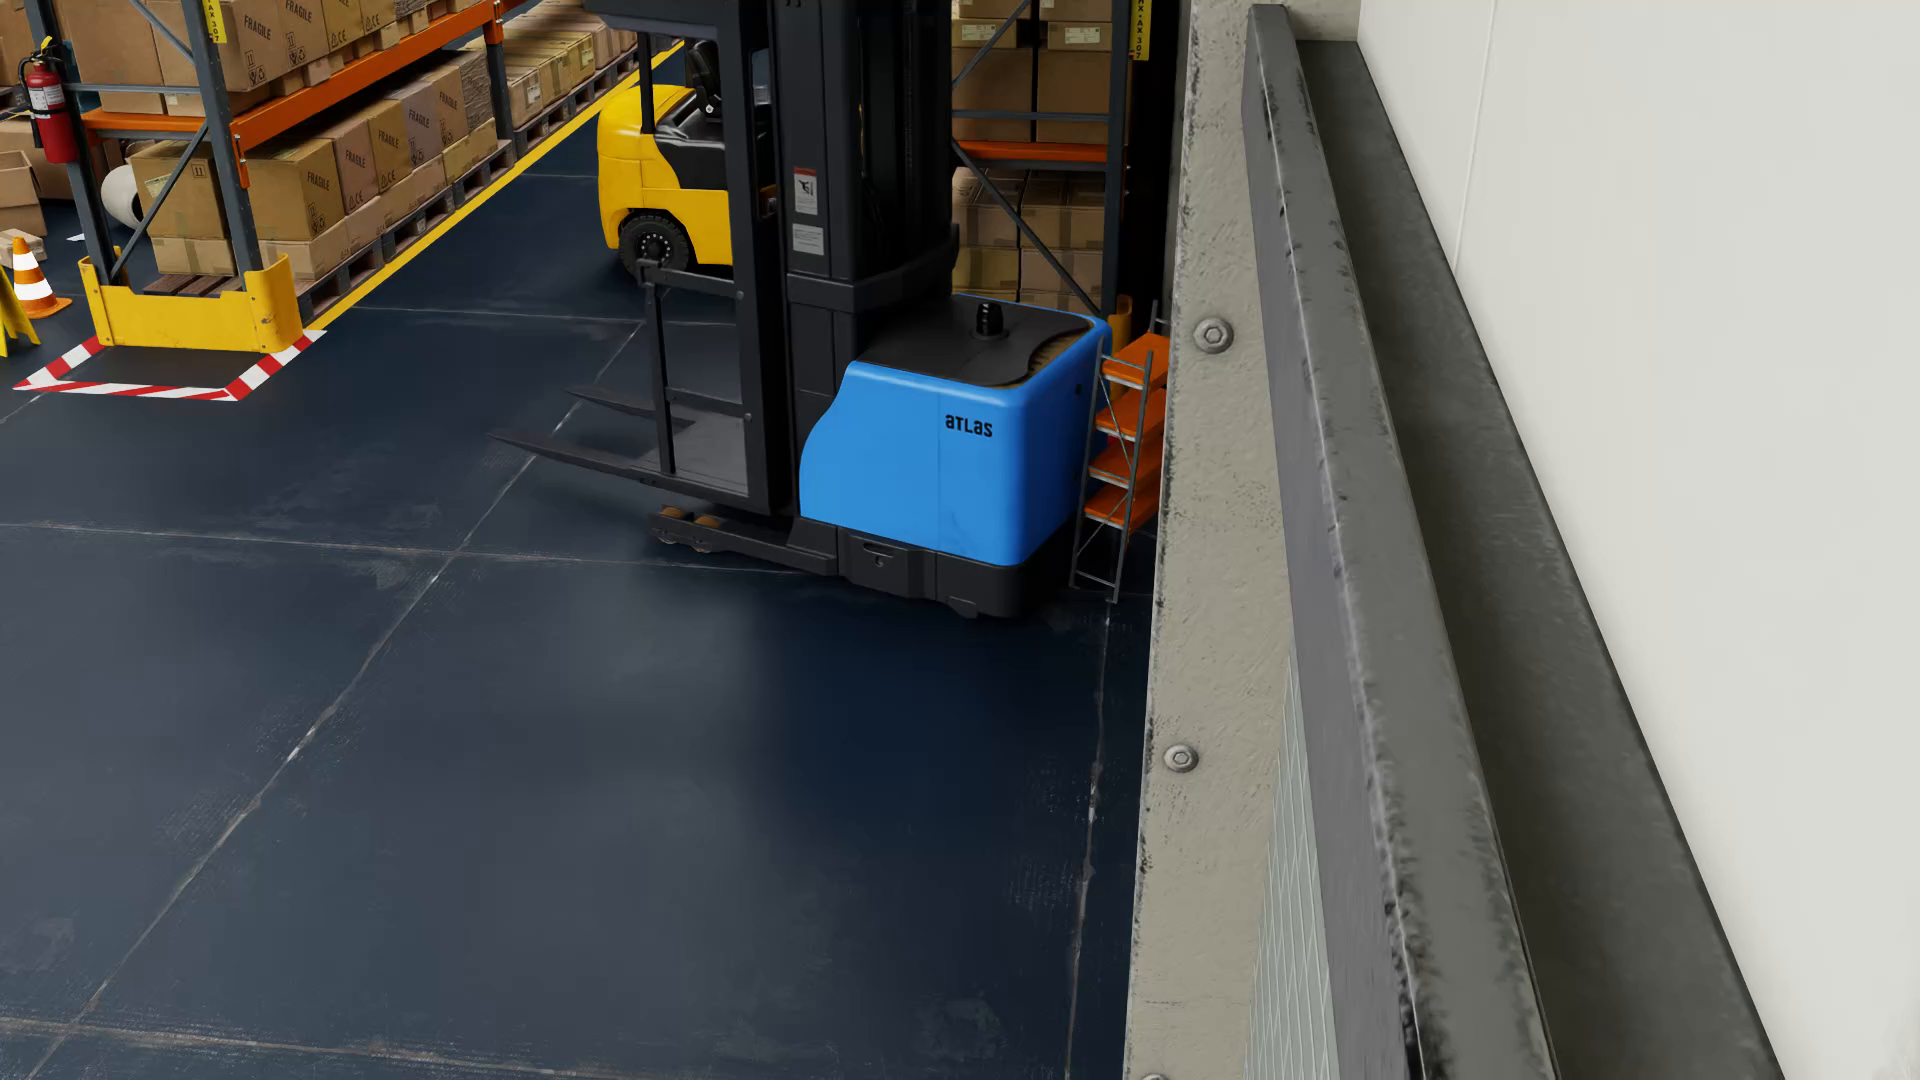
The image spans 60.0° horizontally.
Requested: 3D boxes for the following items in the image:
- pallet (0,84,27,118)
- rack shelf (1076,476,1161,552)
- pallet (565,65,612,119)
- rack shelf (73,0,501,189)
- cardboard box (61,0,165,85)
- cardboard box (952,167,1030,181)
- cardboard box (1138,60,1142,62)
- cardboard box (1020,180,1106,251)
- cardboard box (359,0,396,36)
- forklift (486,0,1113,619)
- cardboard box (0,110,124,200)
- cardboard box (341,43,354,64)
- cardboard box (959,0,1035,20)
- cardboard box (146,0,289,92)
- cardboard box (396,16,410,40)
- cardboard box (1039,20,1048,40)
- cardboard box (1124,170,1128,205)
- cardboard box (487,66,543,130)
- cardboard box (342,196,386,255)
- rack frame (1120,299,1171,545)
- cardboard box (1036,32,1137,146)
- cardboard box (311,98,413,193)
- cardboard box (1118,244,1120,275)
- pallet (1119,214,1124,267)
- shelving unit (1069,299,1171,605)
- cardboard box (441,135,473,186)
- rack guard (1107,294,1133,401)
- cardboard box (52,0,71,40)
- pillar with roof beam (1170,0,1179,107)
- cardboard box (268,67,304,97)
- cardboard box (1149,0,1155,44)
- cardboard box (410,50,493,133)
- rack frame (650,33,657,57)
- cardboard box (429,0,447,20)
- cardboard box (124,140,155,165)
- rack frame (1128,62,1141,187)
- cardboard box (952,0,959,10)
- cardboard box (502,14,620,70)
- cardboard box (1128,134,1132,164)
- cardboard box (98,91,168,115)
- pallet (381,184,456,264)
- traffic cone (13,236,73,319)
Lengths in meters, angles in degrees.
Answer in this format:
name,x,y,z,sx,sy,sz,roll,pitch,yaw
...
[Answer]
name,x,y,z,sx,sy,sz,roll,pitch,yaw
pallet,-8.981,-3.758,14.503,1.003,0.211,1.213,3,28,6
rack shelf,0.737,-0.146,7.293,0.258,0.148,0.480,21,35,25
pallet,-3.835,-4.093,15.125,1.003,0.211,1.213,3,28,6
rack shelf,-4.321,-3.120,11.137,1.077,0.370,4.000,3,28,6
cardboard box,-4.773,-2.942,9.629,0.500,0.500,0.500,3,28,5
cardboard box,0.164,-2.099,9.885,0.500,0.250,0.500,4,29,7
cardboard box,0.947,-3.434,10.855,0.500,0.500,0.500,3,28,5
cardboard box,0.607,-1.838,9.402,0.500,0.250,0.500,3,28,5
cardboard box,-4.057,-3.601,10.852,0.500,0.500,0.500,3,28,5
forklift,-0.864,-1.436,7.324,3.031,2.935,1.130,14,31,24
cardboard box,-6.757,-2.871,12.405,0.797,0.637,0.503,3,28,6
cardboard box,-4.141,-3.141,10.682,0.380,0.149,0.250,4,29,8
cardboard box,0.195,-2.850,8.774,0.380,0.149,0.250,3,29,6
cardboard box,-4.233,-2.877,9.509,0.500,0.500,0.500,3,28,5
cardboard box,-3.995,-3.501,11.351,0.380,0.149,0.250,3,28,5
cardboard box,0.627,-2.803,9.000,0.380,0.149,0.250,3,28,6
cardboard box,0.938,-2.587,11.845,0.500,0.250,0.500,3,28,6
cardboard box,-4.014,-3.653,13.696,0.950,0.372,0.625,4,29,7
cardboard box,-4.123,-2.073,10.892,0.500,0.250,0.500,4,29,8
rack frame,0.885,-0.471,7.339,0.240,1.200,0.015,21,35,25
cardboard box,0.697,-2.470,9.066,0.500,0.500,0.500,4,29,8
cardboard box,-4.061,-2.657,11.184,0.500,0.500,0.500,4,29,7
cardboard box,0.704,-1.639,10.085,0.500,0.250,0.500,4,29,7
pallet,0.565,-1.916,11.084,1.003,0.211,1.213,3,28,6
shelving unit,0.755,-0.373,7.157,0.258,1.200,0.503,21,35,25
cardboard box,-3.937,-2.807,12.255,0.500,0.250,0.500,3,28,5
rack guard,0.358,-1.097,9.259,1.175,0.500,0.348,3,28,6
cardboard box,-8.779,-5.002,15.802,1.050,0.750,0.750,4,29,7
pillar with roof beam,-2.197,-8.199,13.482,9.100,9.000,0.400,3,28,6
cardboard box,-4.189,-2.772,9.998,0.380,0.149,0.250,2,28,5
cardboard box,1.671,-5.241,16.508,0.500,0.500,0.500,4,29,8
cardboard box,-3.882,-3.389,12.543,0.500,0.500,0.500,3,28,5
rack frame,-3.586,-6.261,16.209,1.000,3.000,0.127,3,28,6
cardboard box,-3.946,-3.862,12.022,0.380,0.149,0.250,3,29,6
cardboard box,-6.306,-2.916,12.882,0.258,0.266,0.396,-17,33,-29
rack frame,0.851,-4.091,12.182,1.000,3.000,0.127,3,28,6
cardboard box,0.127,-2.840,9.069,0.380,0.149,0.250,4,29,7
cardboard box,-3.747,-4.676,15.594,0.950,0.372,0.625,3,28,5
cardboard box,0.951,-2.802,11.717,0.500,0.250,0.500,4,29,7
cardboard box,-4.732,-2.573,9.628,0.380,0.149,0.250,4,29,8
pallet,-4.270,-2.256,11.716,1.003,0.211,1.213,3,28,6
traffic cone,-5.794,-1.656,10.336,0.336,0.463,0.334,3,28,6
